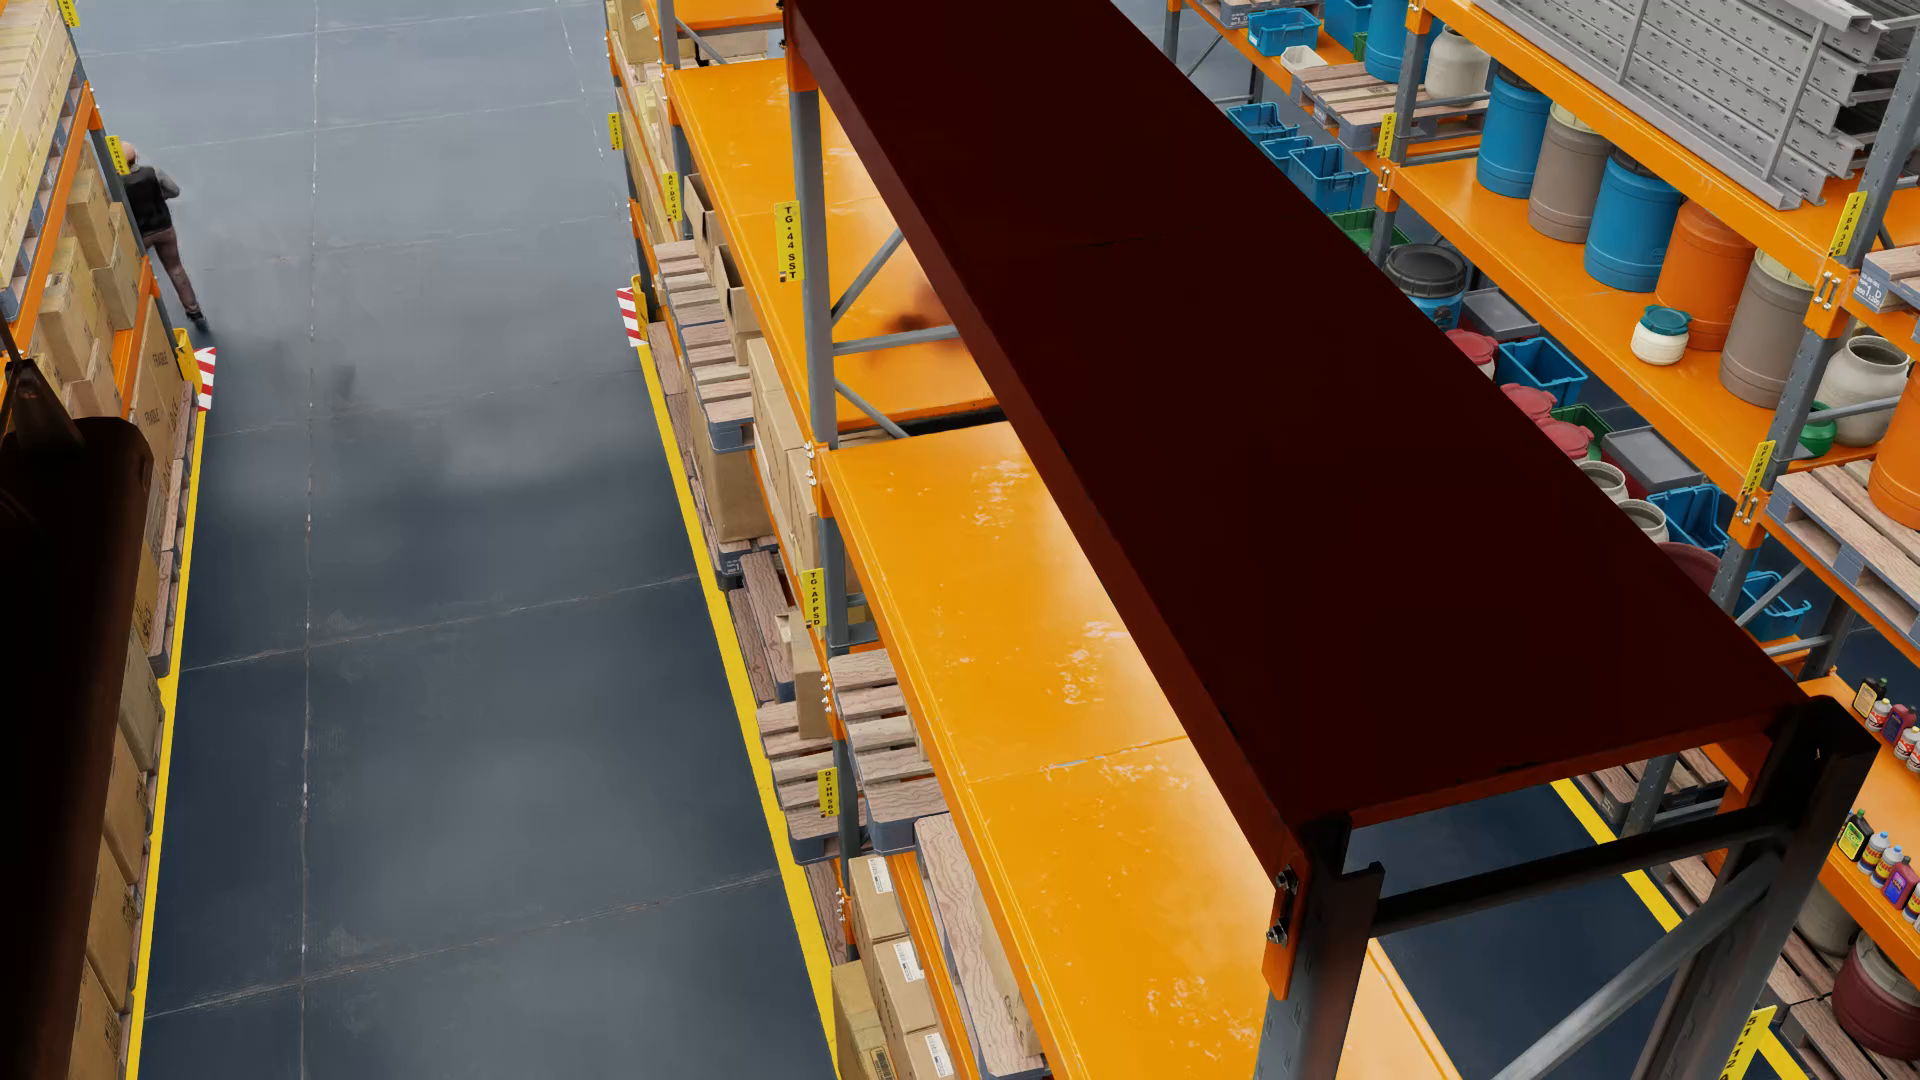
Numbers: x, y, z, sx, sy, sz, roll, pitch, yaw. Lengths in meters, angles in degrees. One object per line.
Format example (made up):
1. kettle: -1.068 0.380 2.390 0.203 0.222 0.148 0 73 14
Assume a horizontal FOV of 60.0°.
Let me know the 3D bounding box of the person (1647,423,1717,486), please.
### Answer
1. person: 5.807 -1.195 12.978 0.518 1.696 0.887 -13 40 -16

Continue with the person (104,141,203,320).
1. person: -7.286 -2.749 14.934 0.709 1.654 0.748 -29 47 -31
